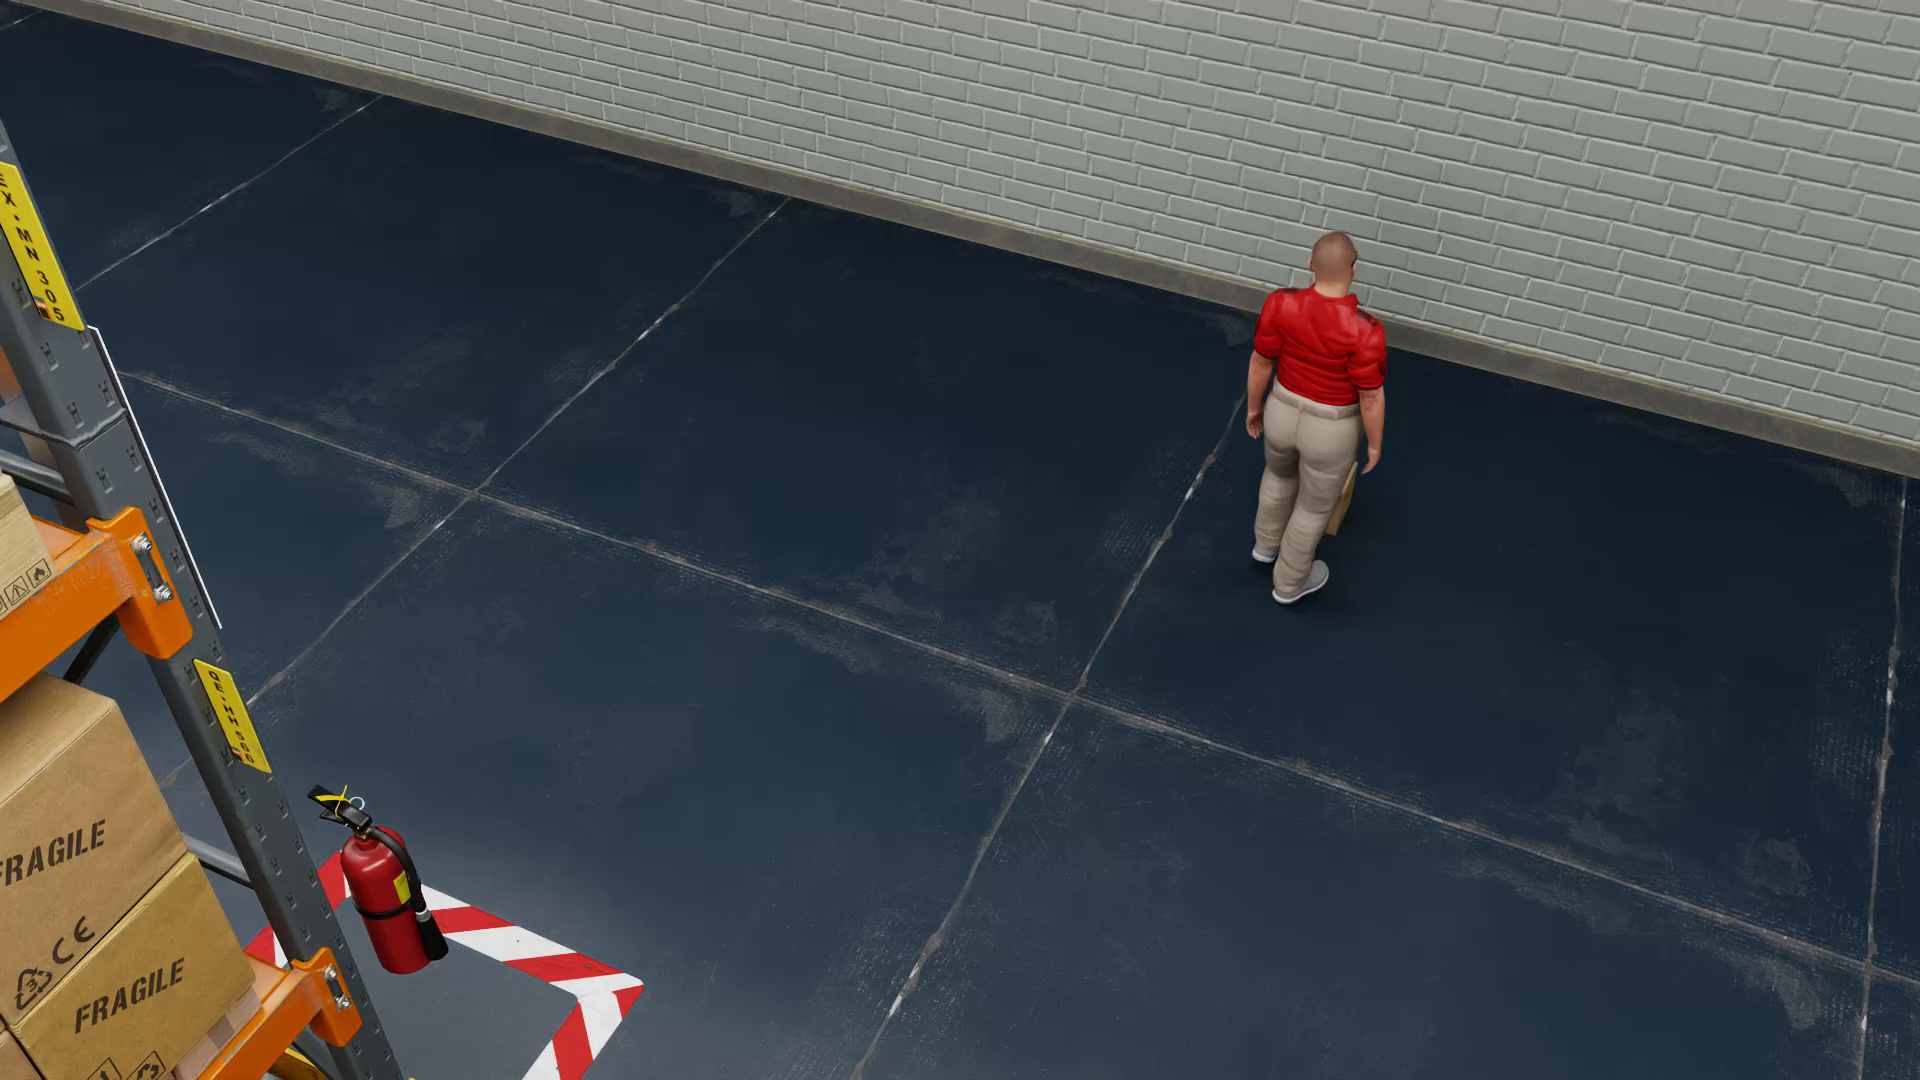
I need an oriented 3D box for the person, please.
[{"bbox_3d":[1.454,-0.486,6.694,0.611,1.742,0.427,22,46,23],"label":"person"}]
